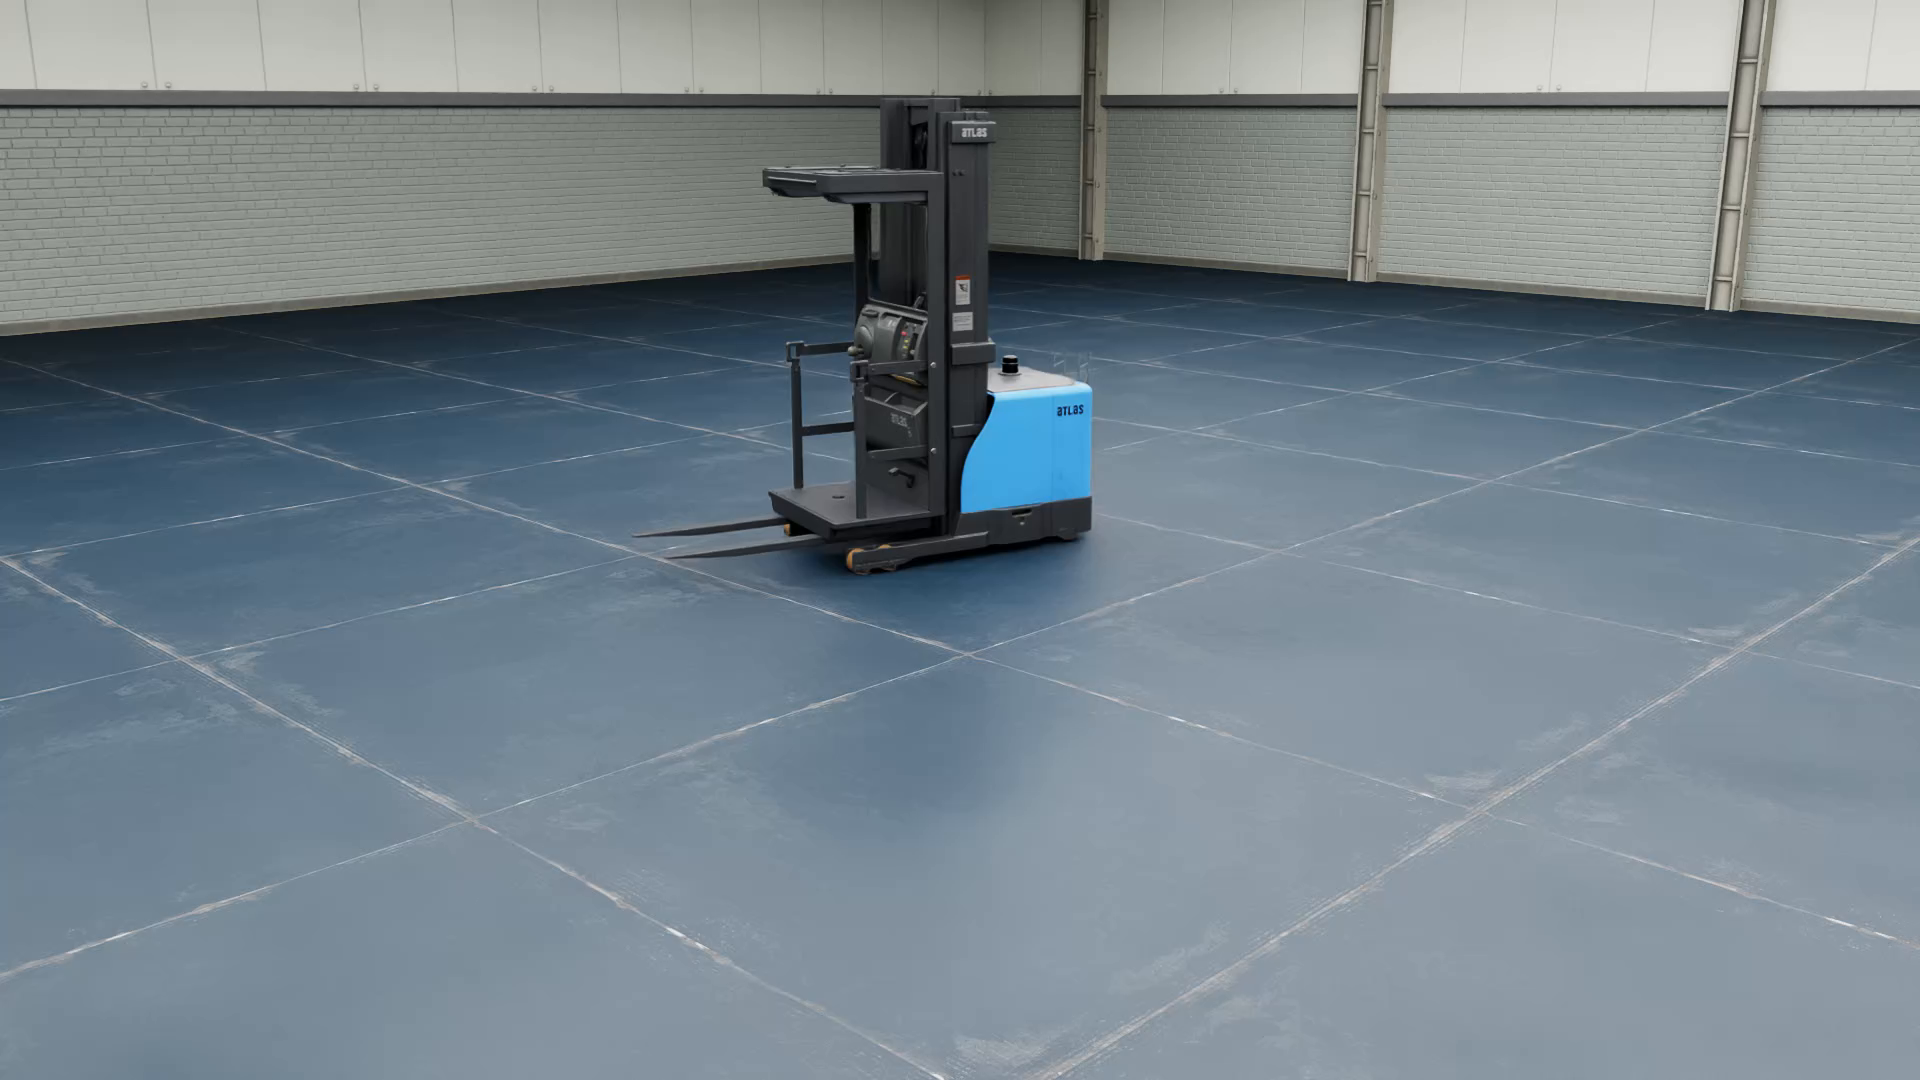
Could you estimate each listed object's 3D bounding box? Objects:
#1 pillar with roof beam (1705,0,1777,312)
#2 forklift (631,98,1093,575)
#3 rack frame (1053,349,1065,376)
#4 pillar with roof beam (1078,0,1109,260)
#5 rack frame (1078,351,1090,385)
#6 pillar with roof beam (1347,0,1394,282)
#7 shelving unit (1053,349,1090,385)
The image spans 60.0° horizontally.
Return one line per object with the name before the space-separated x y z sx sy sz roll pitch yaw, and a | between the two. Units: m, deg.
pillar with roof beam | 8.210 -6.957 20.285 0.400 9.000 9.100 14 20 42
forklift | -0.632 -1.350 10.799 3.031 2.935 1.130 -8 17 -28
rack frame | 0.696 -0.763 11.960 0.006 1.200 0.240 7 17 21
pillar with roof beam | -0.429 -9.057 28.345 0.400 9.000 9.100 14 20 42
rack frame | 0.866 -0.742 11.894 0.006 1.200 0.240 7 17 21
pillar with roof beam | 3.891 -8.007 24.315 0.400 9.000 9.100 14 20 42
shelving unit | 0.781 -0.752 11.927 0.189 1.200 0.258 7 17 21
